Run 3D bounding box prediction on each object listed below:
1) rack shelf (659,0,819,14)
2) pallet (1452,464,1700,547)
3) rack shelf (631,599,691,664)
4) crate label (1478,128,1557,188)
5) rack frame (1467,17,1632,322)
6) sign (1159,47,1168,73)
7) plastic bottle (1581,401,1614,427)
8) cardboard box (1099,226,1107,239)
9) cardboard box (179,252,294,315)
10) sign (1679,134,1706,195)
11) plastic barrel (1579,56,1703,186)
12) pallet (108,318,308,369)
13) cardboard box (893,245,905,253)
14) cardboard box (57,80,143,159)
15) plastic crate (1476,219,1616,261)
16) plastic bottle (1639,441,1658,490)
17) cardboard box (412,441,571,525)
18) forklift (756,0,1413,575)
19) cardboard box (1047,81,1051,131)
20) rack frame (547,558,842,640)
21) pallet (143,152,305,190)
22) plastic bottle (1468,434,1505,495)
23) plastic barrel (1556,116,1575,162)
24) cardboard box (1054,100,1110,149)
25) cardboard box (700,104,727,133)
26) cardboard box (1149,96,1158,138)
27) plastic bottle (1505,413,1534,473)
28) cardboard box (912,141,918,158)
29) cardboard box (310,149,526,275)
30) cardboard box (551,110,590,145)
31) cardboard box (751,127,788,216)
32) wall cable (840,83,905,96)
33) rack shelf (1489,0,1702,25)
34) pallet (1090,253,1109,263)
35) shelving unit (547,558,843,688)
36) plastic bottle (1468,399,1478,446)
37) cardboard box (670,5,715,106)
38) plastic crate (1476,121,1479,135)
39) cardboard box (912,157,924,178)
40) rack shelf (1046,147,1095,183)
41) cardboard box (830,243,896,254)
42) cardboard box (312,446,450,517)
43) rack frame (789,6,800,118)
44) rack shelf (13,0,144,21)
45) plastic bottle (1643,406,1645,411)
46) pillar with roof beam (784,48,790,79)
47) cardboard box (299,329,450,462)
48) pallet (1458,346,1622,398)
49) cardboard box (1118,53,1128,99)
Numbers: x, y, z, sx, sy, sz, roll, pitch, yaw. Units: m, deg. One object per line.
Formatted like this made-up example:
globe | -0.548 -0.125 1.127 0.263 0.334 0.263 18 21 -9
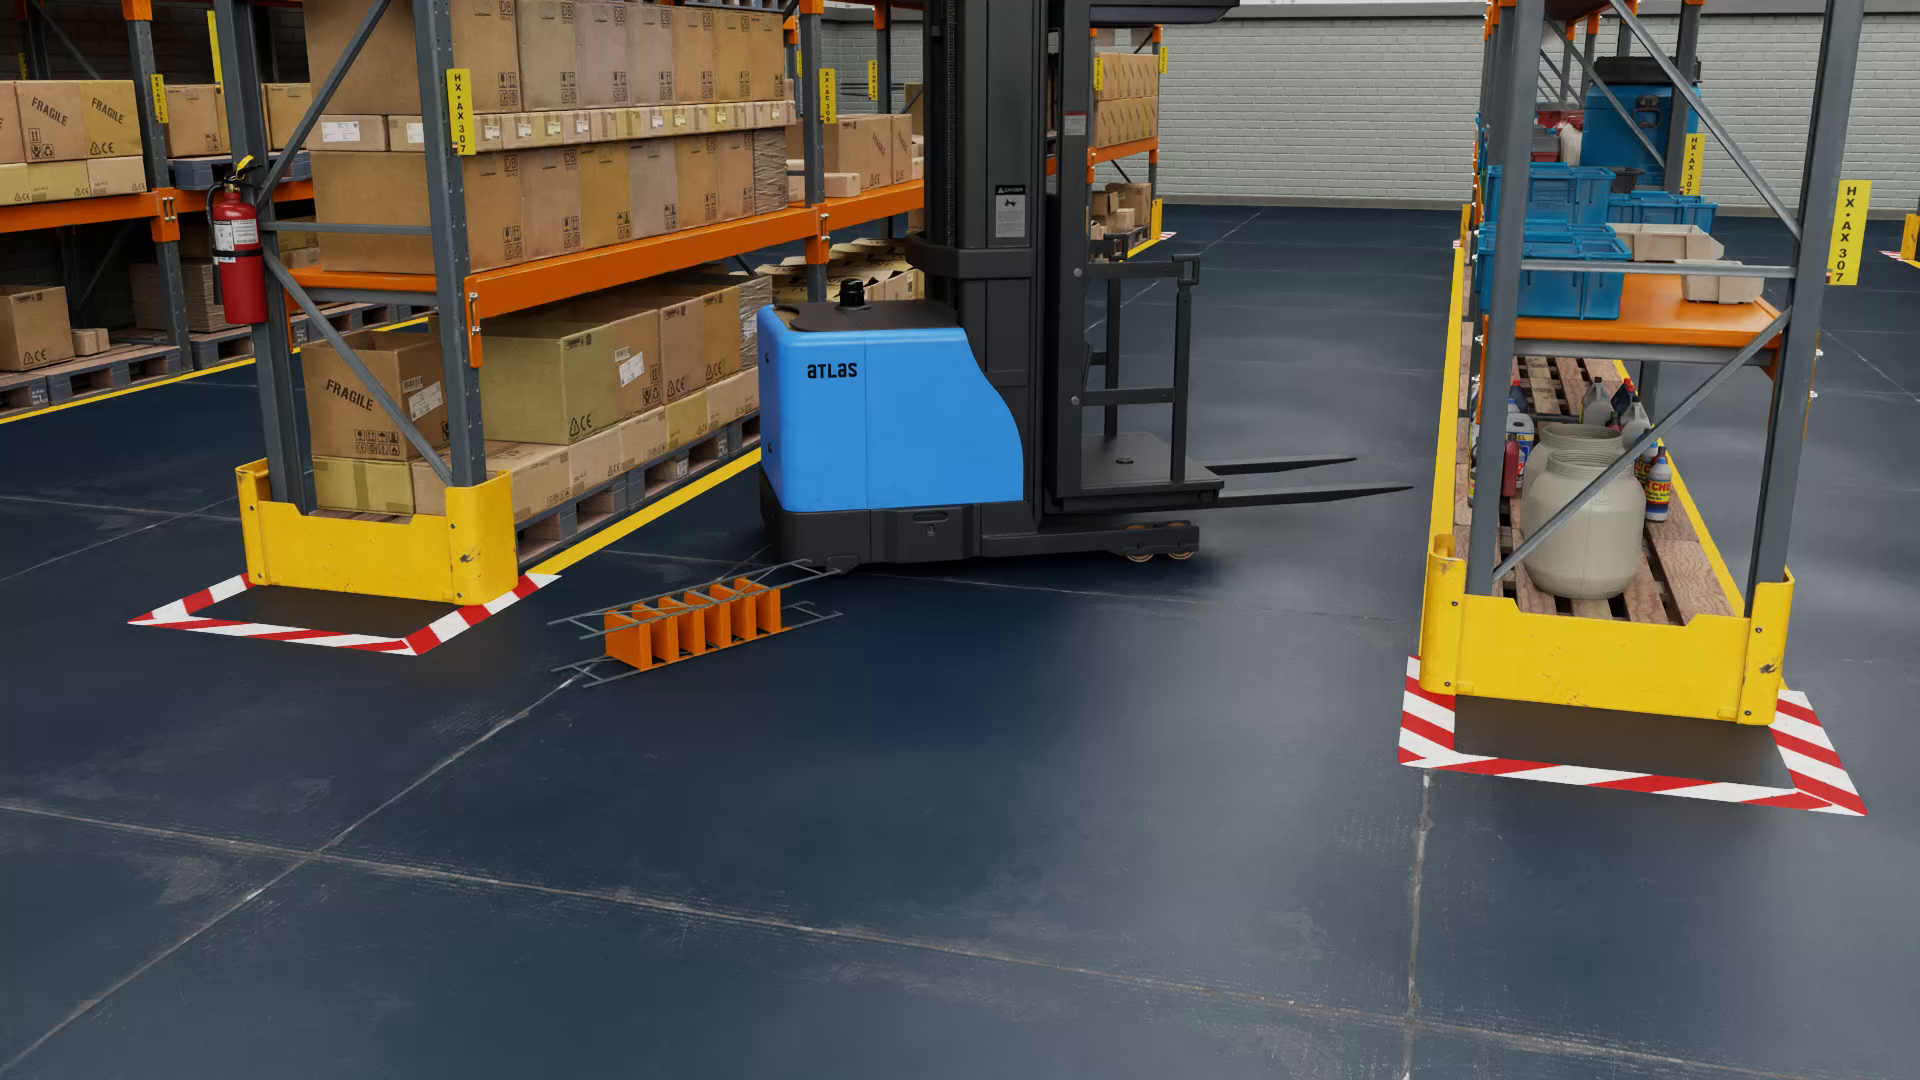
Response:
rack shelf | -1.913 -2.884 8.323 1.077 0.370 4.000 5 16 16
pallet | 2.828 -0.091 7.764 1.003 0.211 1.213 5 16 16
rack shelf | -1.133 0.340 6.276 0.103 0.180 0.258 -15 21 -42
crate label | 3.998 -2.750 11.963 0.502 0.435 0.616 5 16 16
rack frame | 4.540 -2.972 12.810 1.000 3.000 0.127 5 16 16
sign | 2.592 -6.111 21.176 0.100 0.325 0.005 5 16 16
plastic bottle | 3.293 -0.591 8.600 0.152 0.276 0.135 5 16 16
cardboard box | 1.492 -3.572 19.313 0.380 0.166 0.250 5 16 16
cardboard box | -5.803 -2.036 13.284 0.700 0.500 0.500 4 16 15
sign | 3.928 -2.013 8.923 0.100 0.325 0.005 5 16 16
plastic barrel | 3.804 -2.244 9.326 0.600 0.901 0.708 5 16 16
pallet | -5.875 -1.556 12.929 1.003 0.211 1.213 5 16 16
cardboard box | -0.262 -2.213 13.378 0.500 0.311 0.500 4 16 15
cardboard box | -5.933 -2.844 11.224 0.500 0.500 0.500 5 16 16
plastic crate | 2.312 -1.131 6.593 0.499 0.251 0.408 5 16 16
plastic bottle | 3.178 -0.318 7.647 0.097 0.271 0.097 0 16 0
cardboard box | -2.116 -0.266 7.541 0.500 0.250 0.500 5 16 16
forklift | 0.608 -1.447 7.560 3.031 2.935 1.130 -3 16 -12
cardboard box | 0.580 -4.547 17.411 0.700 0.500 0.500 -1 16 -3
rack frame | -0.992 0.215 6.381 1.200 0.006 0.240 -15 21 -42
pallet | -5.739 -2.790 12.521 1.003 0.211 1.213 5 16 16
plastic bottle | 2.466 -0.359 7.782 0.152 0.276 0.135 5 17 16
plastic barrel | 4.452 -2.740 11.788 0.421 0.512 0.421 0 16 0
cardboard box | 1.335 -4.564 18.240 0.500 0.500 0.500 5 17 17
cardboard box | -1.508 -2.317 9.129 0.380 0.149 0.250 5 16 16
cardboard box | 2.199 -5.360 21.046 0.500 0.500 0.500 5 17 18
plastic bottle | 2.751 -0.482 8.218 0.152 0.276 0.135 5 16 16
cardboard box | -0.648 -3.095 13.408 0.500 0.311 0.500 4 16 15
cardboard box | -2.337 -1.433 7.203 0.700 0.500 0.500 5 16 16
cardboard box | -1.945 -1.911 7.696 0.380 0.149 0.250 4 16 15
cardboard box | -1.465 -2.242 10.054 0.700 0.500 0.500 4 16 14
wall cable | -0.735 -8.678 27.622 3.097 2.526 0.112 5 16 16
rack shelf | 3.972 -3.546 10.655 1.077 0.370 4.000 5 16 16
pallet | 1.125 -3.242 18.871 1.003 0.211 1.213 5 16 16
shelving unit | -0.992 0.303 6.406 1.200 0.189 0.258 -15 21 -42
plastic bottle | 2.722 -0.634 8.617 0.144 0.351 0.185 4 16 14
cardboard box | -1.750 -2.603 8.949 0.700 0.500 0.500 5 16 16
plastic crate | 6.053 -4.630 18.852 0.416 0.233 0.300 5 16 16
cardboard box | -0.199 -2.980 13.297 0.380 0.149 0.250 5 16 16
rack shelf | 0.360 -3.534 16.111 1.077 0.370 4.000 5 16 16
cardboard box | -0.780 -2.254 13.520 0.500 0.311 0.500 4 16 14
cardboard box | -2.612 -0.307 7.682 0.500 0.250 0.500 5 16 16
rack frame | -2.685 -5.833 22.898 1.000 3.000 0.127 5 16 16
rack shelf | -6.664 -3.268 9.674 1.077 0.370 4.000 5 16 16
plastic bottle | 3.436 -0.543 8.420 0.061 0.283 0.133 6 17 20
pillar with roof beam | 1.380 -9.159 23.629 9.100 9.000 0.400 5 16 16
cardboard box | -2.614 -0.667 7.581 0.500 0.500 0.500 5 16 16
pallet | 3.934 -1.113 11.365 1.003 0.211 1.213 5 16 16
cardboard box | 1.625 -5.304 19.015 0.500 0.500 0.500 4 16 14
